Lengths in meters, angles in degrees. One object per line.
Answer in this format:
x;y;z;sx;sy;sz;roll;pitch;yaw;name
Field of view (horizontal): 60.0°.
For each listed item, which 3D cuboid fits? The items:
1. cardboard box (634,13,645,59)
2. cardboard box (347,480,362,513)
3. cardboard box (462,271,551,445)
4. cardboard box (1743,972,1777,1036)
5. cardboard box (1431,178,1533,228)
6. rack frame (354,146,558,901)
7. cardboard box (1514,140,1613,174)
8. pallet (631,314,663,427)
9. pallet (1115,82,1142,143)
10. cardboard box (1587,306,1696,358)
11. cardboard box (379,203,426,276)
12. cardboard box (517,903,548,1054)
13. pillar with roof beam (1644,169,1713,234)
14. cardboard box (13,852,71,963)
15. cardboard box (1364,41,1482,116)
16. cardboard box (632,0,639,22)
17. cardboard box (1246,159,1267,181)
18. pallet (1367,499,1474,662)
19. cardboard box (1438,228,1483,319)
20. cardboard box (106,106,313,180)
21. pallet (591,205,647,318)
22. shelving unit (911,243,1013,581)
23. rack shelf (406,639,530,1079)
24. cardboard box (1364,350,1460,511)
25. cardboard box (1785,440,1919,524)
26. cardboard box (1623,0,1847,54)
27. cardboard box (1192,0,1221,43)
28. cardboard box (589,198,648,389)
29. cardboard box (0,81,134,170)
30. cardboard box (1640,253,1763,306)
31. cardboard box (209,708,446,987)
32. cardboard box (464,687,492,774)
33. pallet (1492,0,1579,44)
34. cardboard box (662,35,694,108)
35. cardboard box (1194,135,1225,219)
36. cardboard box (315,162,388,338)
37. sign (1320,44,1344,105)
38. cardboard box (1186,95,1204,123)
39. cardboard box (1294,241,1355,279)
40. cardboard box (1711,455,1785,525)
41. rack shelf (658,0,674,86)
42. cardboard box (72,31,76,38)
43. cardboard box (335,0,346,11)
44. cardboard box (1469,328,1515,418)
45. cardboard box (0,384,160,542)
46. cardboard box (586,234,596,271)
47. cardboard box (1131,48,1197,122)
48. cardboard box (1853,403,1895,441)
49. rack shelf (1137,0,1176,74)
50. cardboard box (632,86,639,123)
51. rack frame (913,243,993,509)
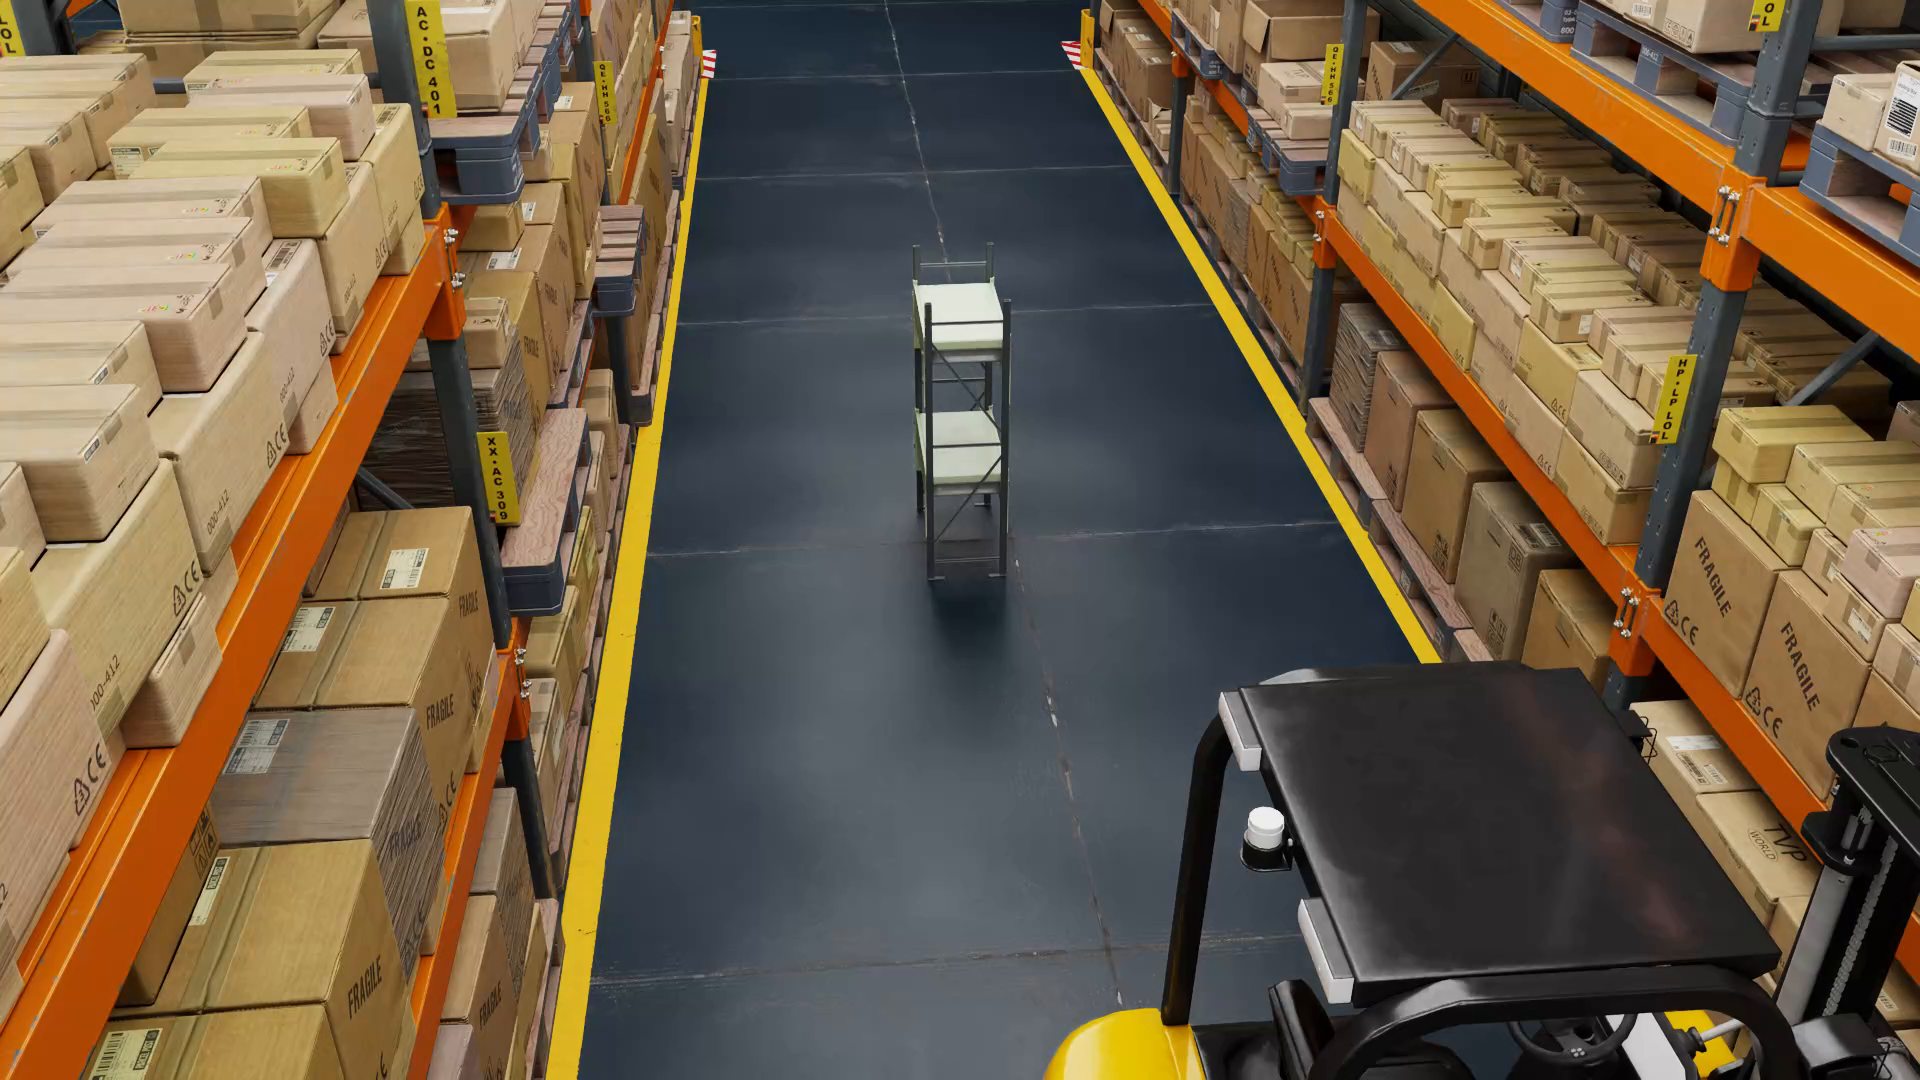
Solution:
-2.372;-3.299;11.006;0.500;0.250;0.500;-2;31;-3;cardboard box
-2.288;-0.372;5.651;0.500;0.500;0.500;-3;31;-6;cardboard box
-1.822;-0.656;6.126;0.500;0.500;0.500;-3;31;-4;cardboard box
2.748;1.525;5.055;0.500;0.250;0.500;-3;31;-5;cardboard box
2.419;-1.564;7.714;0.380;0.149;0.250;-2;31;-4;cardboard box
-2.016;0.204;5.484;1.000;3.000;0.127;-3;31;-5;rack frame
2.975;-1.858;8.205;0.380;0.149;0.250;-3;31;-6;cardboard box
-2.389;-1.048;10.298;1.003;0.211;1.213;-3;31;-5;pallet
1.997;-3.898;15.071;1.003;0.211;1.213;-3;31;-5;pallet
2.660;-0.780;6.400;0.380;0.149;0.250;-3;31;-5;cardboard box
-1.683;-0.830;4.534;0.380;0.149;0.250;-3;31;-4;cardboard box
-1.694;1.493;5.598;0.500;0.250;0.500;-1;31;-2;cardboard box
-0.715;-3.825;6.379;9.100;9.000;0.400;-3;31;-5;pillar with roof beam
-1.502;0.489;2.326;0.380;0.149;0.250;-3;31;-5;cardboard box
2.659;-2.572;9.624;0.500;0.500;0.500;-1;31;-2;cardboard box
-2.389;-3.613;10.802;0.500;0.500;0.500;-2;31;-3;cardboard box
2.185;-2.510;11.423;0.380;0.149;0.250;-3;31;-4;cardboard box
2.700;0.162;8.272;1.003;0.211;1.213;-3;31;-5;pallet
2.499;-1.207;7.504;0.500;0.250;0.500;-2;31;-4;cardboard box
-1.734;-0.901;3.876;0.380;0.149;0.250;-2;31;-3;cardboard box
-2.217;-1.398;8.352;1.213;0.211;1.003;-3;31;-5;pallet
0.001;-0.640;8.360;0.431;1.500;0.755;-3;31;-5;shelving unit
-1.830;1.534;3.959;1.077;0.370;4.000;-3;31;-5;rack shelf
2.665;-0.587;8.714;0.875;0.625;0.625;-2;31;-3;cardboard box
2.792;-0.180;5.106;0.380;0.149;0.250;-2;31;-4;cardboard box
2.615;-1.867;5.605;0.500;0.311;0.500;-4;31;-6;cardboard box
2.049;-3.822;11.716;0.700;0.500;0.500;-2;31;-4;cardboard box
-2.372;-1.463;9.937;0.875;0.875;0.875;-3;31;-5;cardboard box
-2.259;-1.011;4.059;0.380;0.149;0.250;-2;31;-3;cardboard box
3.068;-1.072;6.890;0.380;0.149;0.250;-3;31;-5;cardboard box
-1.619;0.775;4.140;0.500;0.500;0.500;-2;31;-3;cardboard box
-1.653;0.588;5.086;0.380;0.149;0.250;-2;31;-3;cardboard box
2.811;-2.372;7.055;1.003;0.211;1.213;-1;31;-2;pallet
-2.882;-4.204;14.953;0.875;0.438;0.875;-2;31;-3;cardboard box
2.058;-2.699;12.371;0.500;0.500;0.500;-3;31;-5;cardboard box
-1.659;-0.677;3.889;0.500;0.250;0.500;-3;31;-5;cardboard box
2.012;-2.511;8.976;0.100;0.325;0.005;-3;31;-5;sign
1.946;-3.310;12.762;0.380;0.149;0.250;-1;31;-2;cardboard box
2.253;-1.704;10.073;0.380;0.149;0.250;-4;31;-7;cardboard box
2.693;-0.182;5.400;0.380;0.149;0.250;-3;31;-5;cardboard box
-2.951;-4.593;14.216;1.077;0.370;4.000;-3;31;-5;rack shelf
-8.346;-4.562;15.253;0.380;0.149;0.250;-4;31;-7;cardboard box
-2.257;-1.750;5.566;0.500;0.250;0.500;-2;31;-4;cardboard box
2.549;-0.728;7.190;0.500;0.250;0.500;-3;31;-4;cardboard box
-1.485;-0.117;2.563;0.380;0.149;0.250;-2;31;-3;cardboard box
-1.944;-1.366;7.948;0.380;0.149;0.250;-4;31;-7;cardboard box
1.905;-3.985;14.524;0.700;0.500;0.500;-4;31;-6;cardboard box
3.133;-0.458;6.250;0.500;0.250;0.500;-3;31;-5;cardboard box
1.991;-4.833;14.617;1.077;0.370;4.000;-3;31;-5;rack shelf
-2.344;-2.817;10.688;0.500;0.250;0.500;-3;31;-5;cardboard box
-0.034;-0.827;8.673;0.400;1.500;0.023;-3;31;-5;rack frame
